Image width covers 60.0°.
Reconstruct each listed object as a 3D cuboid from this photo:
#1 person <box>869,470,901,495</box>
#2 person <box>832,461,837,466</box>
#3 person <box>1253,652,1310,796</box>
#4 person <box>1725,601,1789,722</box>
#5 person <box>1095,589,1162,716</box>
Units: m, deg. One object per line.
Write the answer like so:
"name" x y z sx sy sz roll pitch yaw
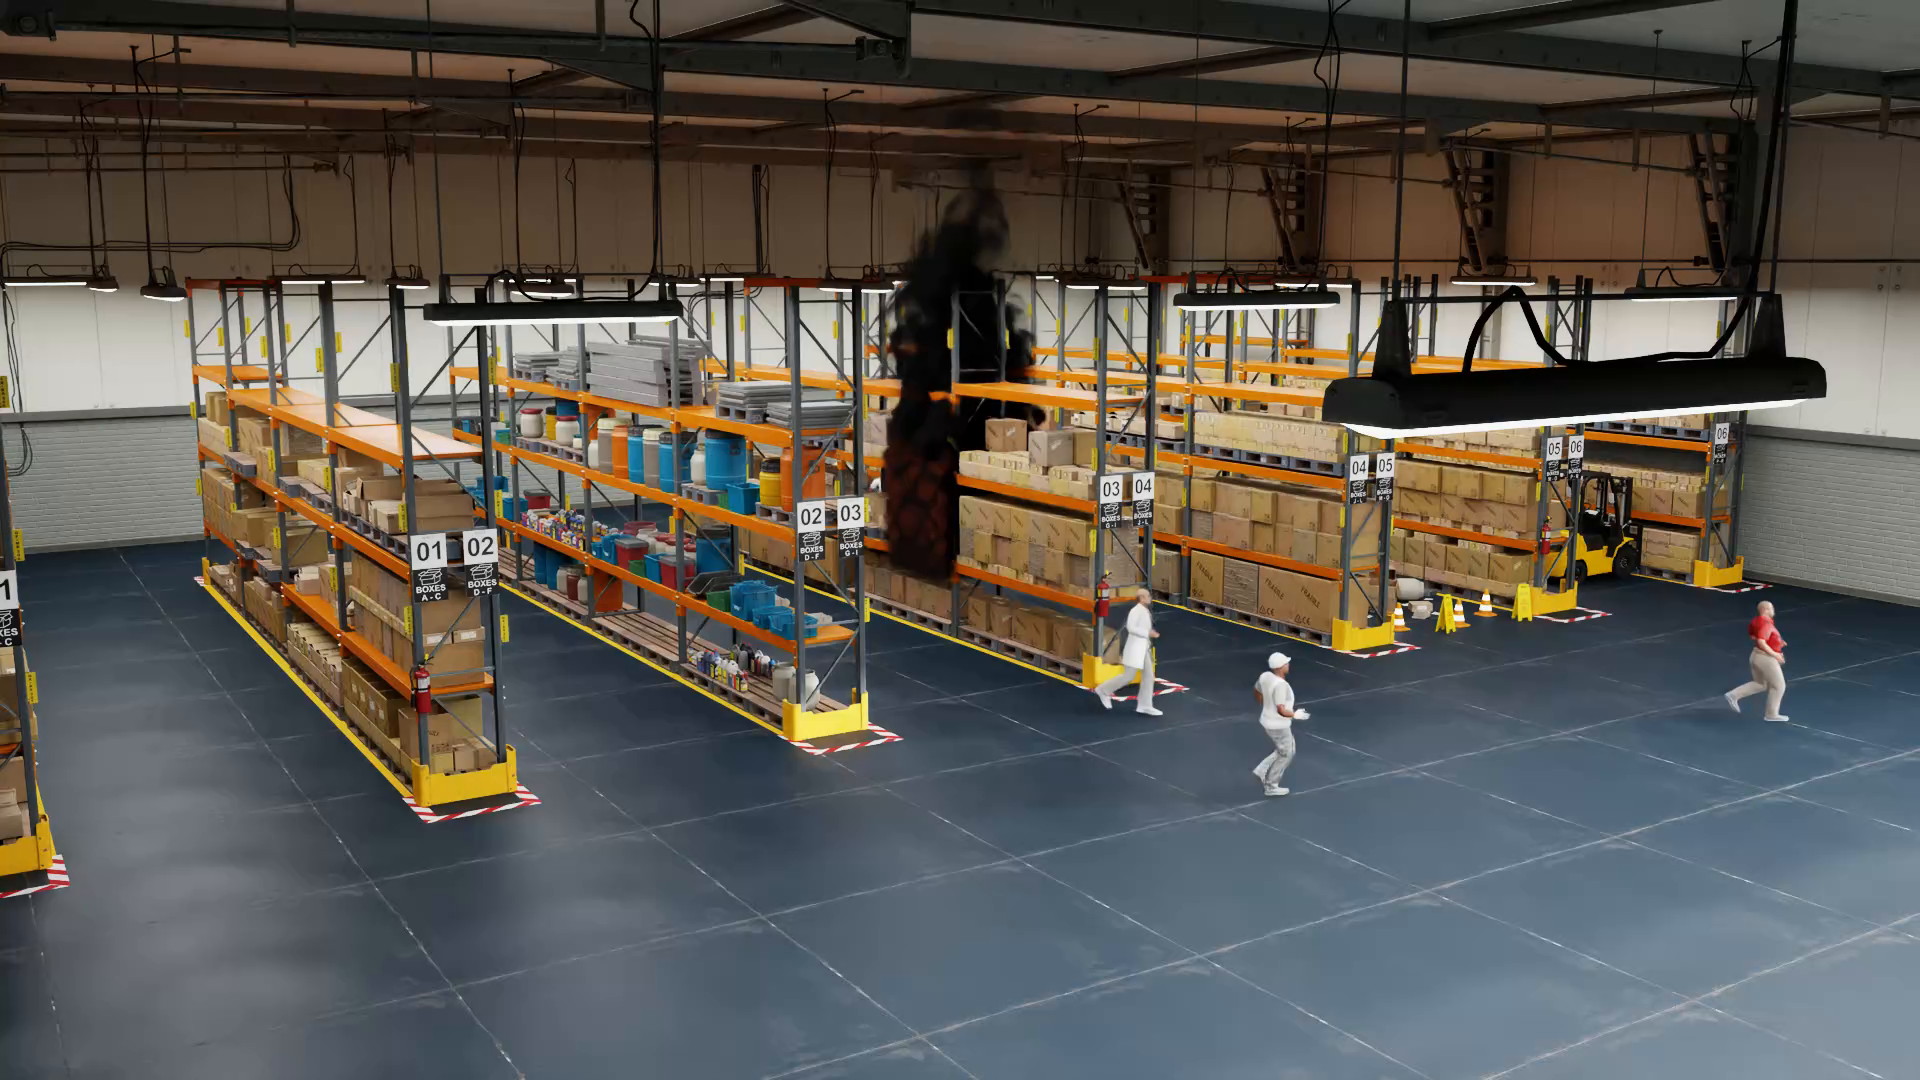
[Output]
"person" -1.628 -0.773 37.413 0.664 1.800 0.718 -6 11 -30
"person" -3.180 -1.394 41.548 0.812 1.580 0.792 -5 11 -27
"person" 3.820 2.189 19.782 0.569 1.740 0.698 -1 10 -7
"person" 11.093 1.671 22.983 0.809 1.689 0.675 1 10 5
"person" 2.488 1.552 23.594 0.997 1.734 0.717 4 11 25
